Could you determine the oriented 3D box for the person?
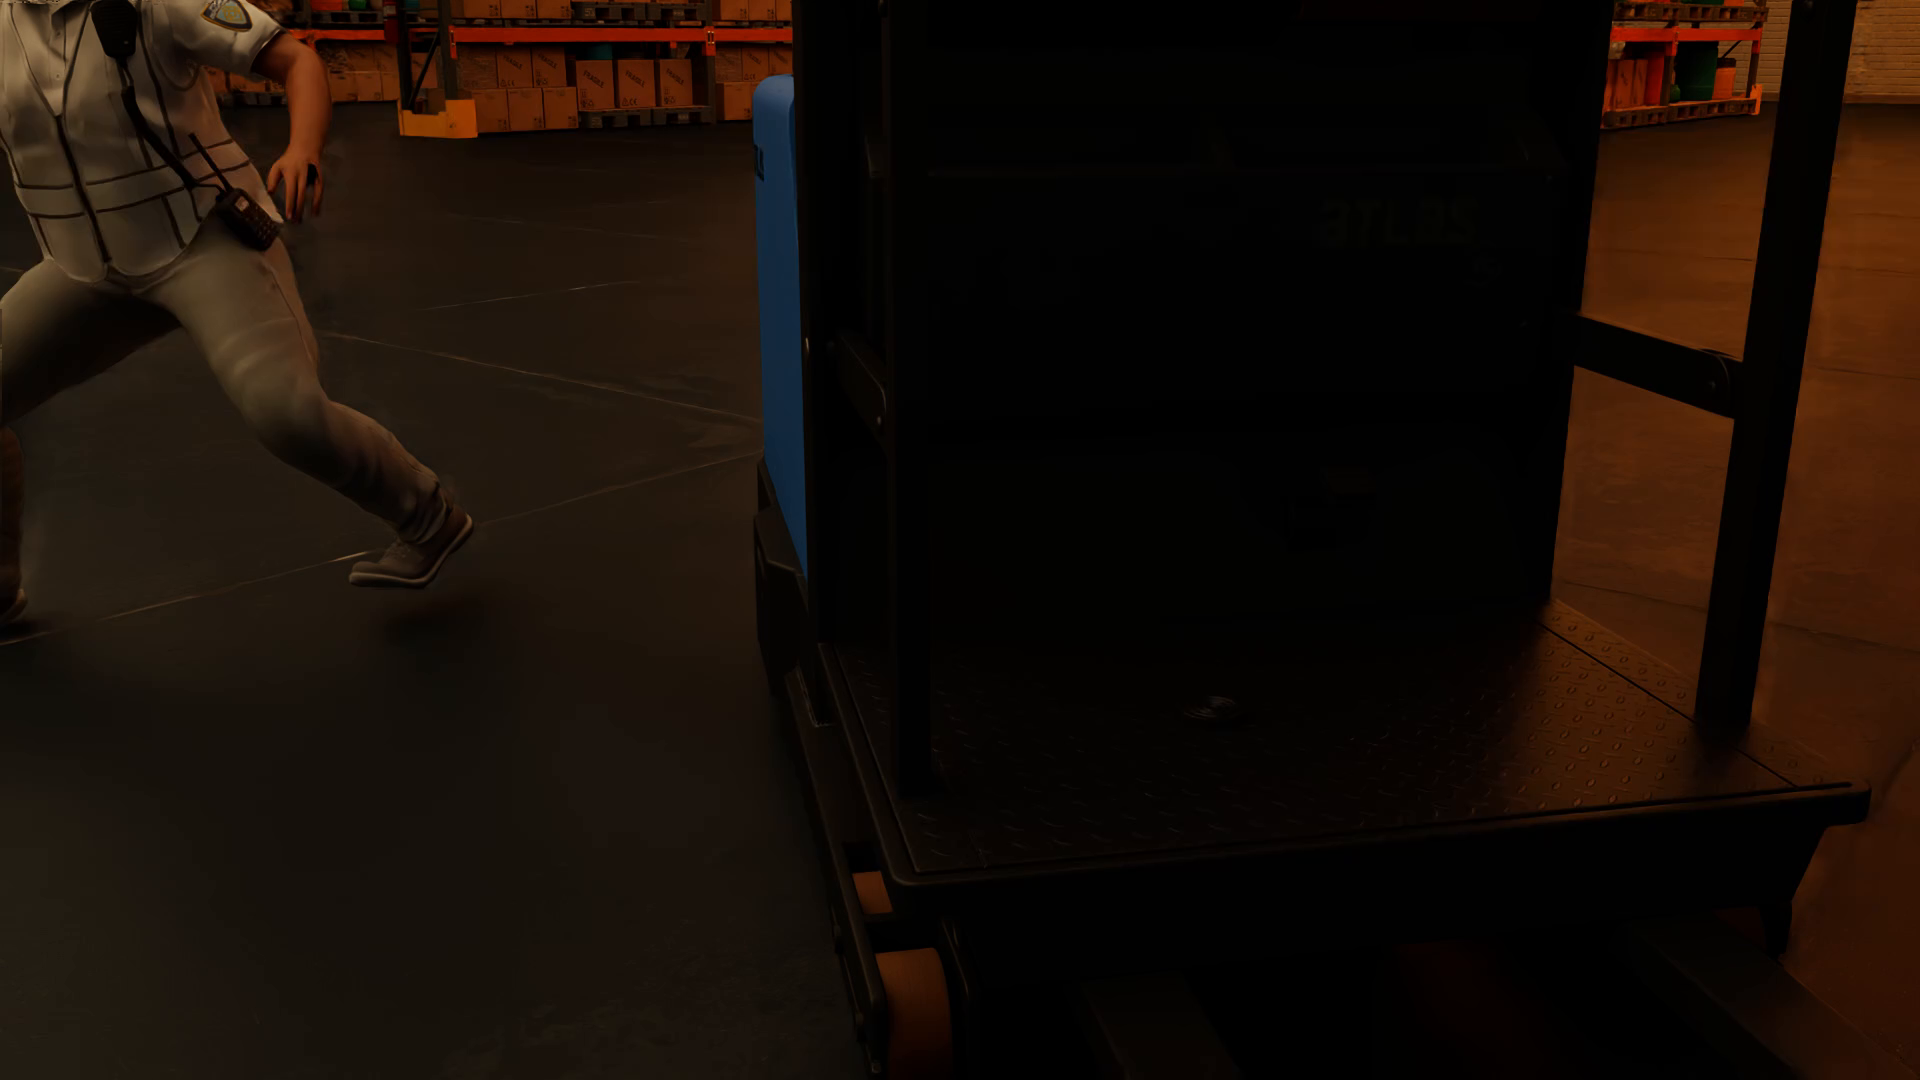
[{"bbox_3d":[-1.613,-0.511,3.191,1.124,1.592,0.510,2,17,8],"label":"person"}]

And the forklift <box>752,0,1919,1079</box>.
[{"bbox_3d":[0.378,-0.891,1.833,1.130,2.935,3.031,-3,17,-11],"label":"forklift"}]
